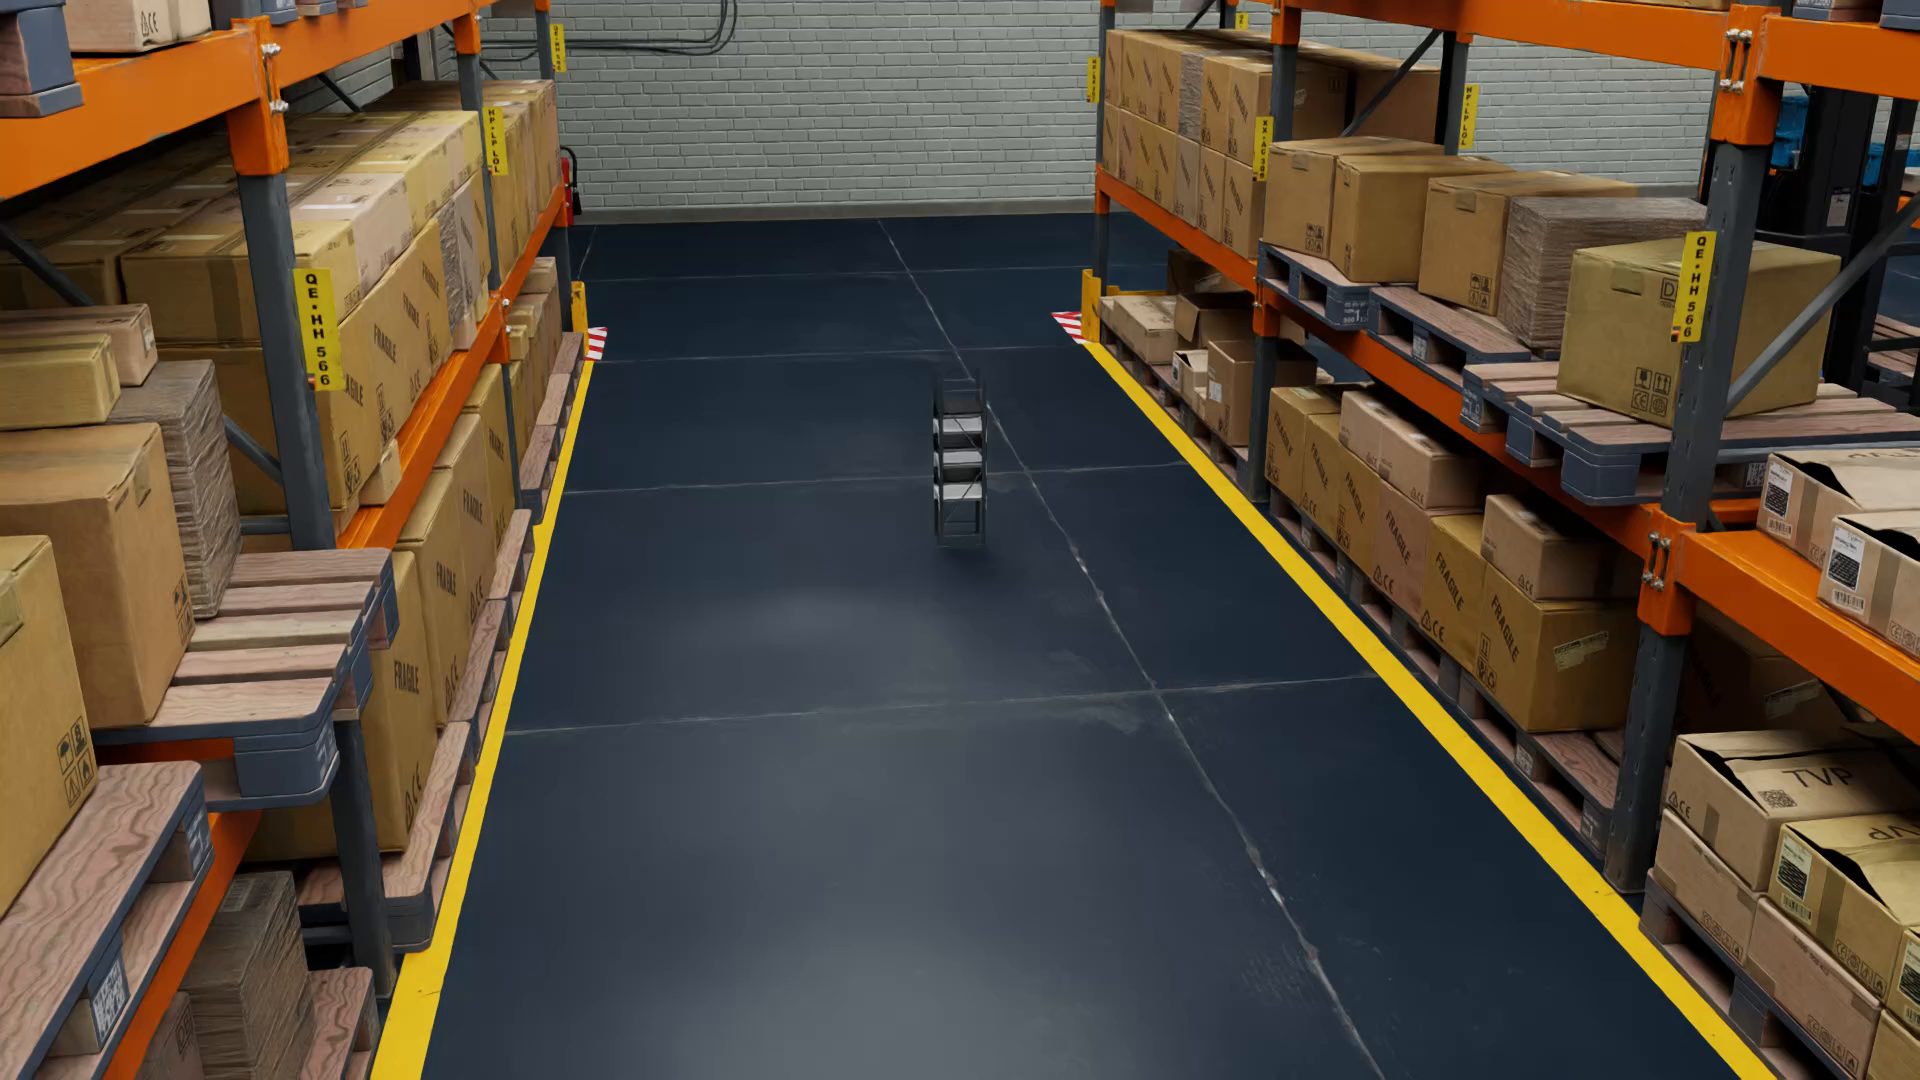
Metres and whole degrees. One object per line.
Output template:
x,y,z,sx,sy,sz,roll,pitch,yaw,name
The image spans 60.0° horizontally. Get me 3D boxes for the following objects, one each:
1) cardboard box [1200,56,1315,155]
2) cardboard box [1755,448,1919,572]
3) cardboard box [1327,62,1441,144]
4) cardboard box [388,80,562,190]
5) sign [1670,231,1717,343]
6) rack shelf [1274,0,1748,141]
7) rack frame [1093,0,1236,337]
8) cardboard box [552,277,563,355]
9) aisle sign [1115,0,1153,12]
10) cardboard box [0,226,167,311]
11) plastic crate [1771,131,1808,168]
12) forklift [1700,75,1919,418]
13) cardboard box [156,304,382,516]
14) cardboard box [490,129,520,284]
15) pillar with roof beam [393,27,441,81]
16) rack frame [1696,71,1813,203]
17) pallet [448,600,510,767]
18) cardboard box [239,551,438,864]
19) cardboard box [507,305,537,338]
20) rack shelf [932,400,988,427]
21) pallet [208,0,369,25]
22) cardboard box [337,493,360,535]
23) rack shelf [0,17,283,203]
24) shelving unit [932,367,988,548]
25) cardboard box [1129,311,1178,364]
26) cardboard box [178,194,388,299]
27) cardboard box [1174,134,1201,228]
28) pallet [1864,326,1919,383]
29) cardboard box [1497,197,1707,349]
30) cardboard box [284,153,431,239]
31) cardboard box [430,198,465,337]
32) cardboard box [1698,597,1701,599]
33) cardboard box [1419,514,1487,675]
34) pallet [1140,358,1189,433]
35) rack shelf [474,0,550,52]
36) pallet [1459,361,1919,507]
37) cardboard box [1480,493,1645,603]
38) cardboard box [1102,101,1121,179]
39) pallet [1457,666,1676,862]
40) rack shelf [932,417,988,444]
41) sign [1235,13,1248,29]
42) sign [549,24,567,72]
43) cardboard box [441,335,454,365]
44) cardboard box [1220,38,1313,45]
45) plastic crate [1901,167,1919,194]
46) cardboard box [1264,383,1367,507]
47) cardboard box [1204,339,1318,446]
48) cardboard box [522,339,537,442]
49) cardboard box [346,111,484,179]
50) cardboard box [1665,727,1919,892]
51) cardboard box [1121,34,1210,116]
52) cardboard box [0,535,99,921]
1.702,-2.504,9.562,0.500,0.500,0.500,-3,21,-9,cardboard box
2.694,-0.095,4.810,0.500,0.311,0.500,-2,21,-4,cardboard box
2.319,-2.342,9.128,0.500,0.500,0.500,-2,21,-6,cardboard box
-3.286,-2.748,11.358,0.980,0.700,0.700,-2,21,-5,cardboard box
2.149,-0.739,4.867,0.100,0.325,0.005,-3,21,-8,sign
2.396,-2.025,6.593,1.077,0.370,4.000,-3,21,-8,rack shelf
1.531,-3.035,12.554,1.000,3.000,0.127,-3,21,-8,rack frame
-3.170,-1.572,11.610,0.700,0.500,0.500,-3,21,-8,cardboard box
1.231,-4.261,12.123,0.394,0.787,0.004,-3,21,-8,aisle sign
-2.539,-0.704,4.647,0.500,0.250,0.500,-2,21,-6,cardboard box
6.238,-2.903,12.354,0.416,0.233,0.300,-3,21,-8,plastic crate
5.218,-1.961,9.778,3.031,2.935,1.130,-6,21,-17,forklift
-2.033,-0.390,4.877,0.500,0.500,0.500,-2,21,-6,cardboard box
-2.855,-1.728,8.626,0.980,0.700,0.700,-3,21,-7,cardboard box
-0.355,-6.702,13.799,9.100,9.000,0.400,-3,21,-8,pillar with roof beam
6.434,-3.283,13.219,1.000,3.000,0.127,-3,21,-8,rack frame
-2.428,0.594,6.823,1.003,0.211,1.213,-3,21,-8,pallet
-2.193,0.536,5.467,0.750,0.750,0.750,-3,21,-8,cardboard box
-2.744,-1.301,9.957,0.380,0.149,0.250,-4,21,-9,cardboard box
-0.001,-0.646,8.483,0.258,0.077,0.200,-3,21,-8,rack shelf
-2.362,-1.551,4.563,1.213,0.211,1.003,-2,21,-5,pallet
-2.063,-0.119,5.077,0.380,0.149,0.250,-3,21,-7,cardboard box
-1.928,-0.389,2.212,1.077,0.370,4.000,-3,21,-8,rack shelf
-0.001,-0.424,8.566,0.258,0.900,0.210,-3,21,-8,shelving unit
1.473,-1.404,11.489,0.500,0.250,0.500,-3,21,-8,cardboard box
-2.105,-0.917,5.215,0.500,0.250,0.500,-3,21,-9,cardboard box
1.630,-2.213,10.211,0.500,0.500,0.500,-2,21,-7,cardboard box
6.687,-1.268,11.809,1.003,0.211,1.213,-3,21,-8,pallet
2.540,-1.047,6.489,0.700,0.500,0.500,1,20,2,cardboard box
-2.261,-1.266,6.150,0.500,0.250,0.500,-3,21,-9,cardboard box
-2.330,-1.096,6.768,0.500,0.500,0.500,-3,21,-8,cardboard box
2.821,0.347,6.443,0.500,0.500,0.500,-4,21,-10,cardboard box
2.243,0.209,6.813,0.500,0.500,0.500,-4,21,-10,cardboard box
1.831,-1.004,11.104,1.003,0.211,1.213,-3,21,-8,pallet
-3.082,-3.159,9.628,1.077,0.370,4.000,-3,21,-8,rack shelf
2.518,-0.406,5.790,1.213,0.211,1.003,-3,21,-8,pallet
2.305,0.018,6.254,0.500,0.250,0.500,-2,21,-6,cardboard box
1.335,-2.914,12.089,0.500,0.500,0.500,-2,21,-7,cardboard box
2.615,0.781,6.323,1.003,0.211,1.213,-3,21,-8,pallet
-0.001,-0.562,8.515,0.258,0.077,0.200,-3,21,-8,rack shelf
2.084,-3.746,12.352,0.100,0.325,0.005,-3,21,-8,sign
-2.831,-3.459,11.698,0.100,0.325,0.005,-3,21,-8,sign
-2.346,-0.833,6.989,0.380,0.149,0.250,-3,21,-8,cardboard box
2.021,-3.055,11.038,0.500,0.500,0.500,-2,21,-6,cardboard box
6.462,-2.391,11.121,0.293,0.136,0.466,-3,21,-8,plastic crate
1.937,-0.505,8.725,0.500,0.500,0.500,-4,21,-10,cardboard box
1.745,-0.868,9.696,0.500,0.500,0.500,-3,21,-8,cardboard box
-2.869,-0.862,9.711,0.700,0.500,0.500,-3,21,-8,cardboard box
-2.473,-1.797,7.571,0.500,0.250,0.500,-2,21,-6,cardboard box
2.470,0.760,4.922,0.500,0.311,0.500,-2,21,-6,cardboard box
1.417,-3.202,11.431,0.500,0.500,0.500,-3,21,-7,cardboard box
-1.937,0.326,2.785,0.700,0.500,0.500,-3,21,-8,cardboard box
